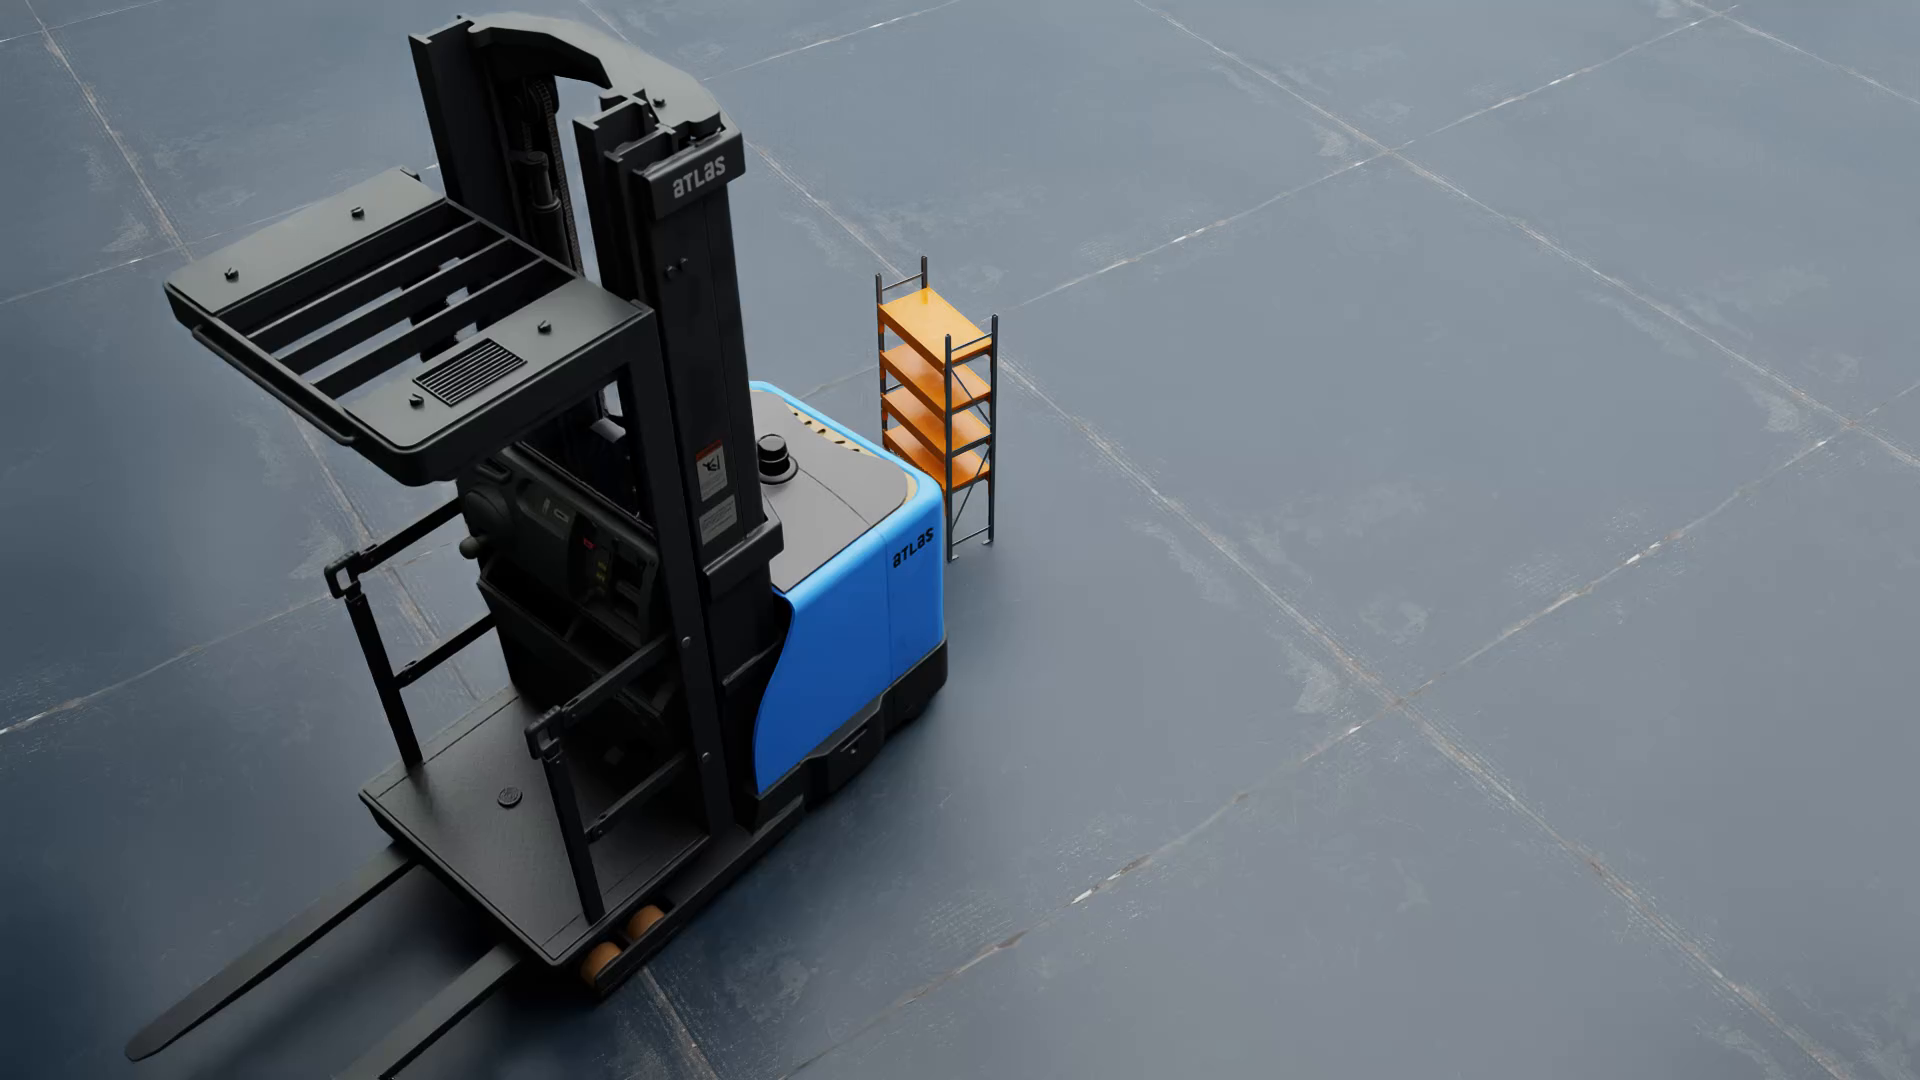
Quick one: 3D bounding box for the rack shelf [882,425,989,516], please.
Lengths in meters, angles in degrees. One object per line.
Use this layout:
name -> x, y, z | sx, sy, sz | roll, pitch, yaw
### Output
rack shelf -> -0.095, -0.335, 7.108 | 0.258, 0.148, 0.480 | -26, 49, -24

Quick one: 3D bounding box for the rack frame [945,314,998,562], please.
rack frame -> 0.045, -0.390, 6.780 | 0.240, 1.200, 0.015 | -26, 49, -24

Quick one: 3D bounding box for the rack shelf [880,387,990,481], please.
rack shelf -> -0.095, -0.479, 6.971 | 0.258, 0.148, 0.480 | -26, 49, -24

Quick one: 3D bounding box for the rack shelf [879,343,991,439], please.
rack shelf -> -0.095, -0.641, 6.817 | 0.258, 0.148, 0.480 | -26, 49, -24

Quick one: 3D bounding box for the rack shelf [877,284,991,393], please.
rack shelf -> -0.095, -0.812, 6.654 | 0.258, 0.148, 0.480 | -26, 49, -24

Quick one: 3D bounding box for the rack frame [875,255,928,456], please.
rack frame -> -0.234, -0.666, 7.070 | 0.240, 1.200, 0.015 | -26, 49, -24

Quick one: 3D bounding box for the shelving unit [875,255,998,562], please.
shelving unit -> -0.095, -0.528, 6.925 | 0.258, 1.200, 0.503 | -26, 49, -24

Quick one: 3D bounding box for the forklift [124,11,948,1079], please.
forklift -> -1.391, 0.069, 5.046 | 1.130, 2.935, 3.031 | 31, 52, 28
